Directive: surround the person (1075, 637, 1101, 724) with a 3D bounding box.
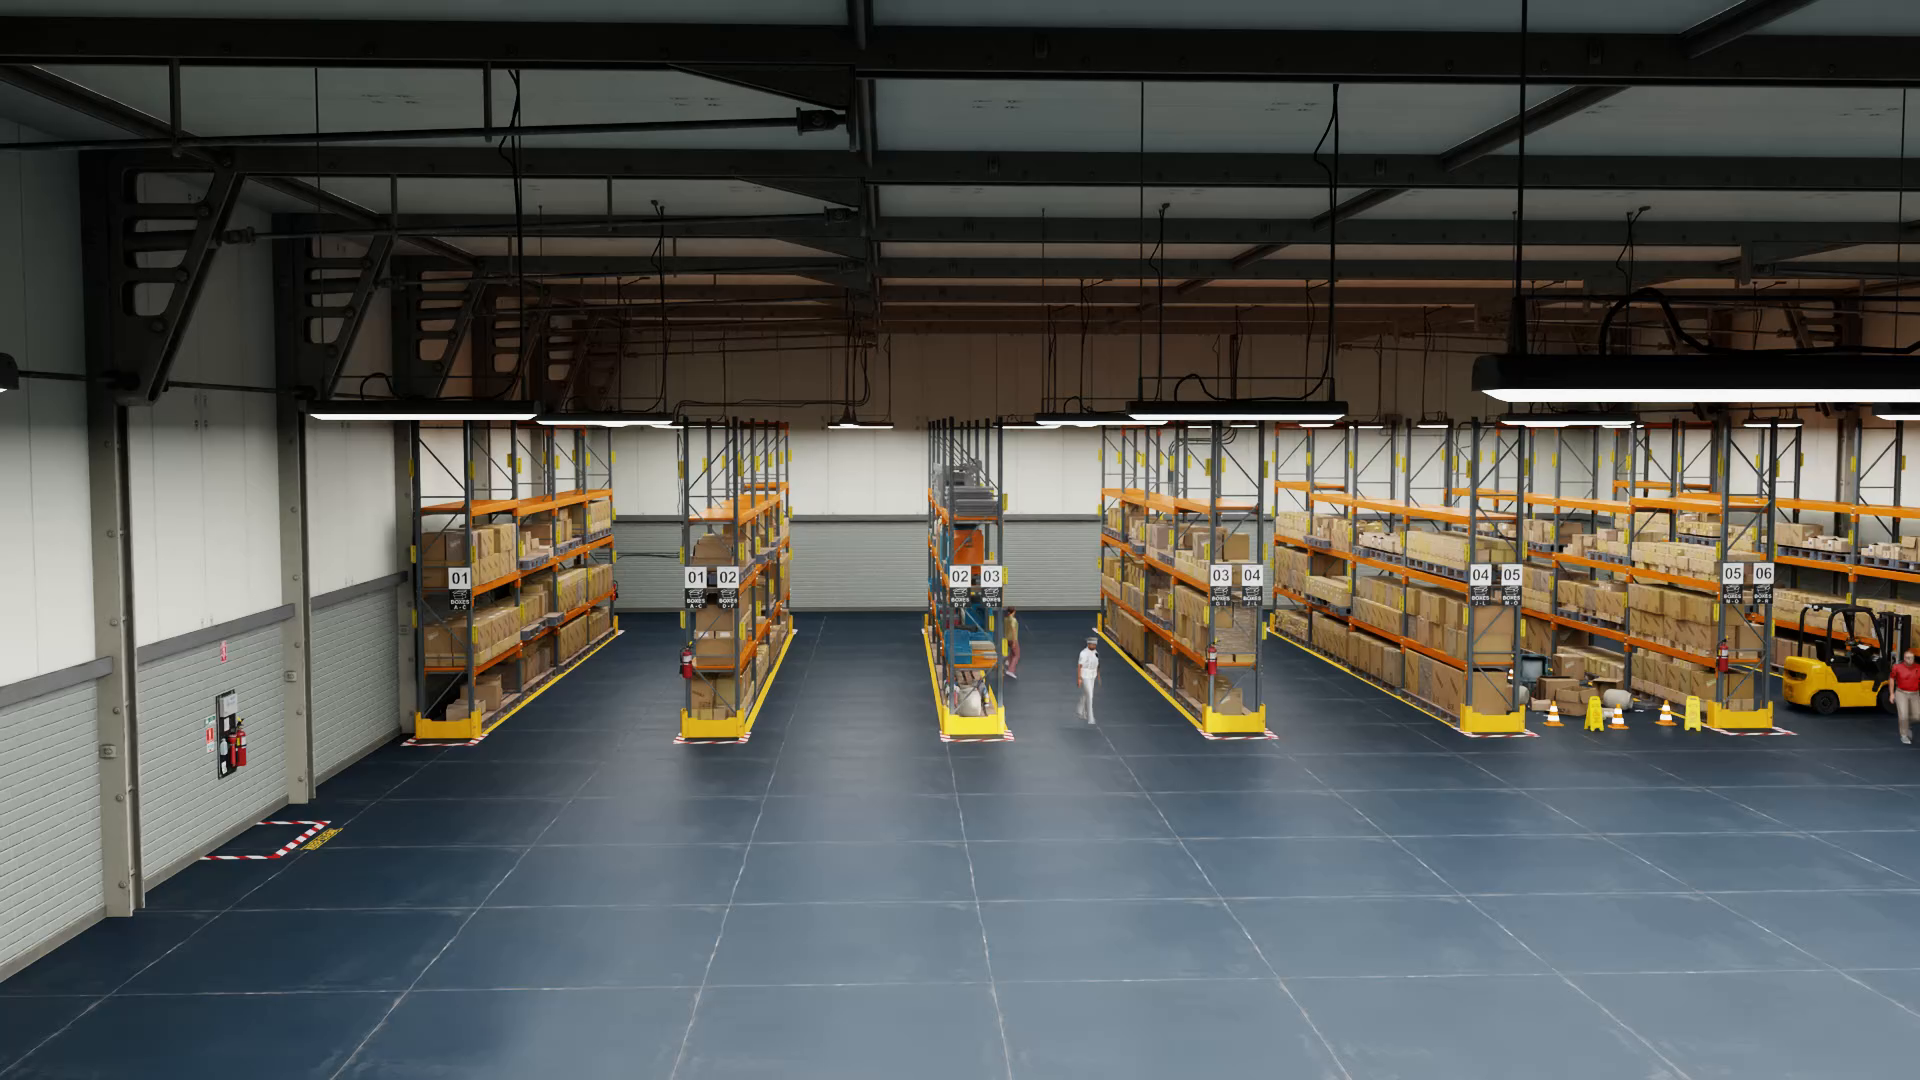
[{"bbox_3d":[2.530,2.776,32.907,0.653,1.726,0.477,3,5,39],"label":"person"}]

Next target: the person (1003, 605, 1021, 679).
[{"bbox_3d":[1.245,2.369,38.777,0.583,1.699,0.541,-3,5,-37],"label":"person"}]

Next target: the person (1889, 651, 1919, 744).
[{"bbox_3d":[17.479,2.874,30.711,0.600,1.708,0.625,1,4,13],"label":"person"}]
